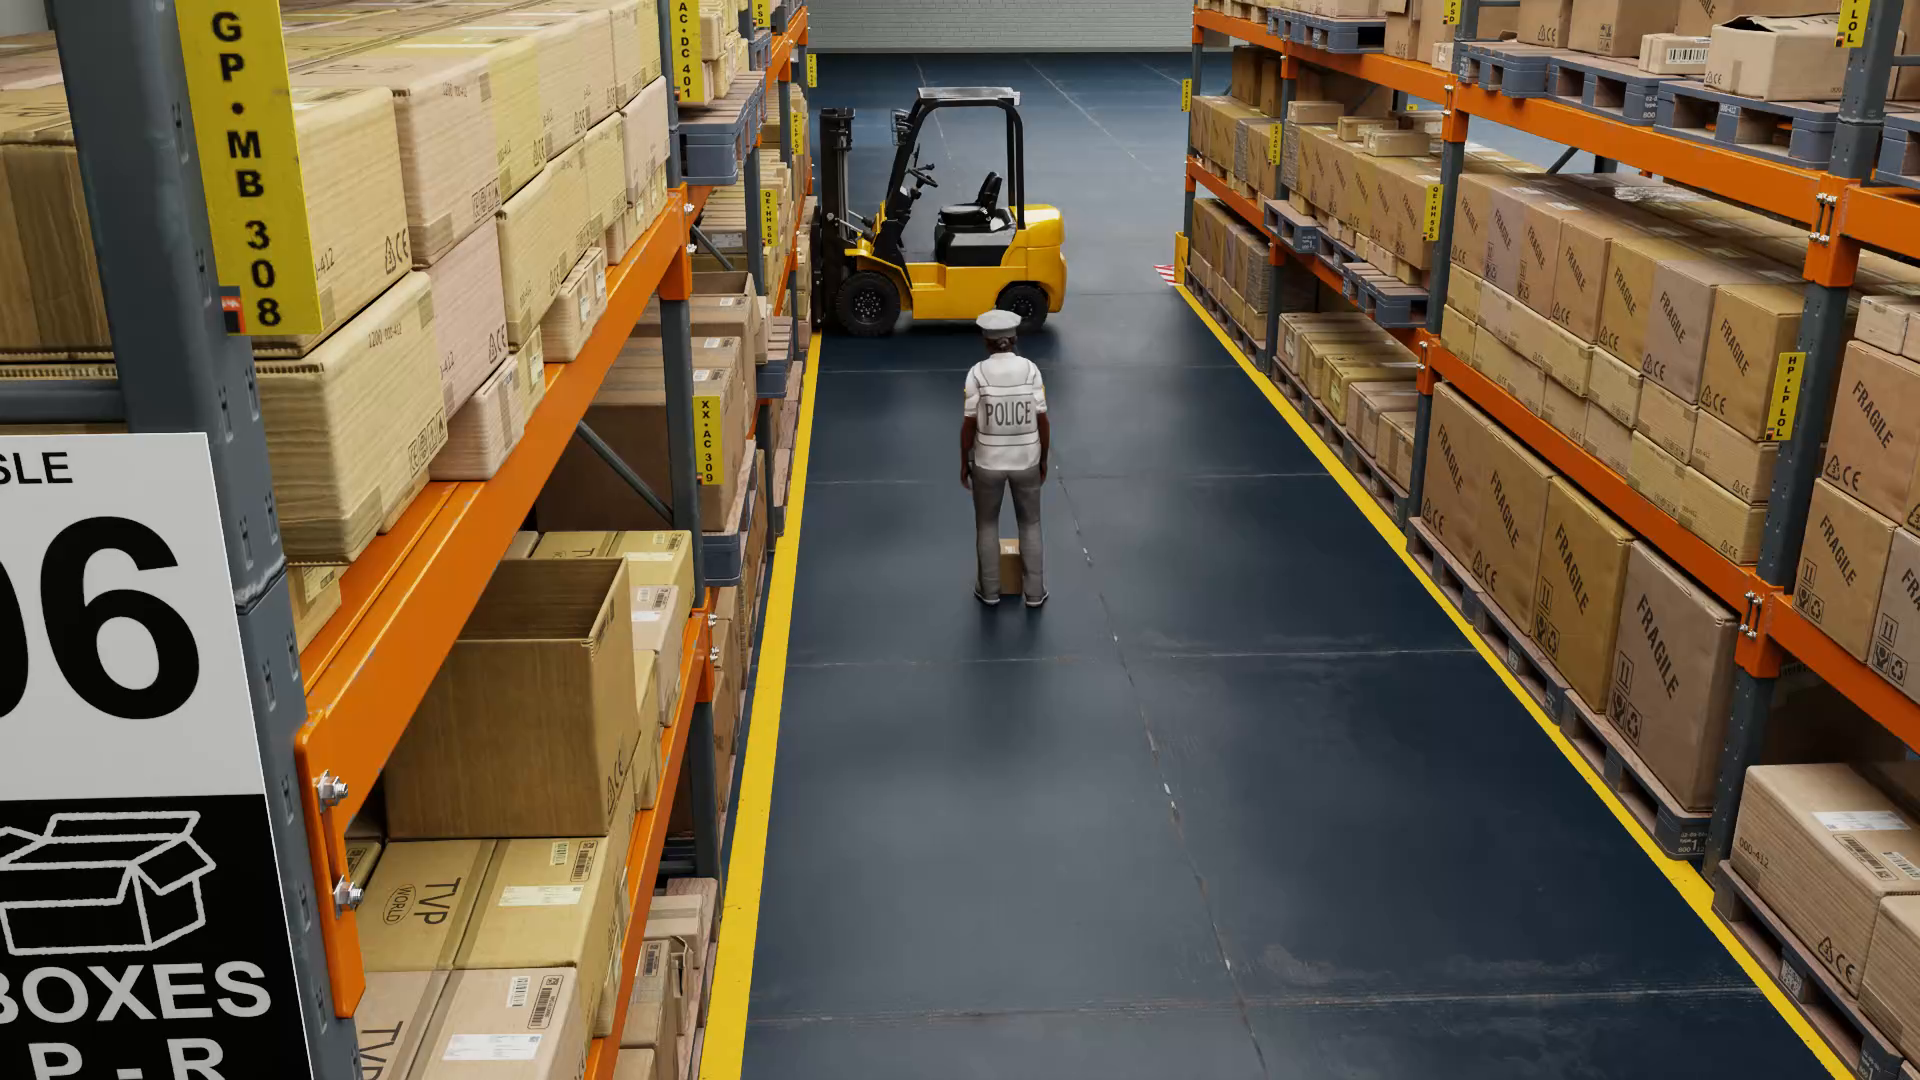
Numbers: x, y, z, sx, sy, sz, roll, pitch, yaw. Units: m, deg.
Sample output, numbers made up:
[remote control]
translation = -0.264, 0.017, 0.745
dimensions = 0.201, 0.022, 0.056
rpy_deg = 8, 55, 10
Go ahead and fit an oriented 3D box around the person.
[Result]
[person]
translation = 0.257, -0.428, 9.223
dimensions = 0.527, 1.658, 0.427
rpy_deg = -2, 21, -6
